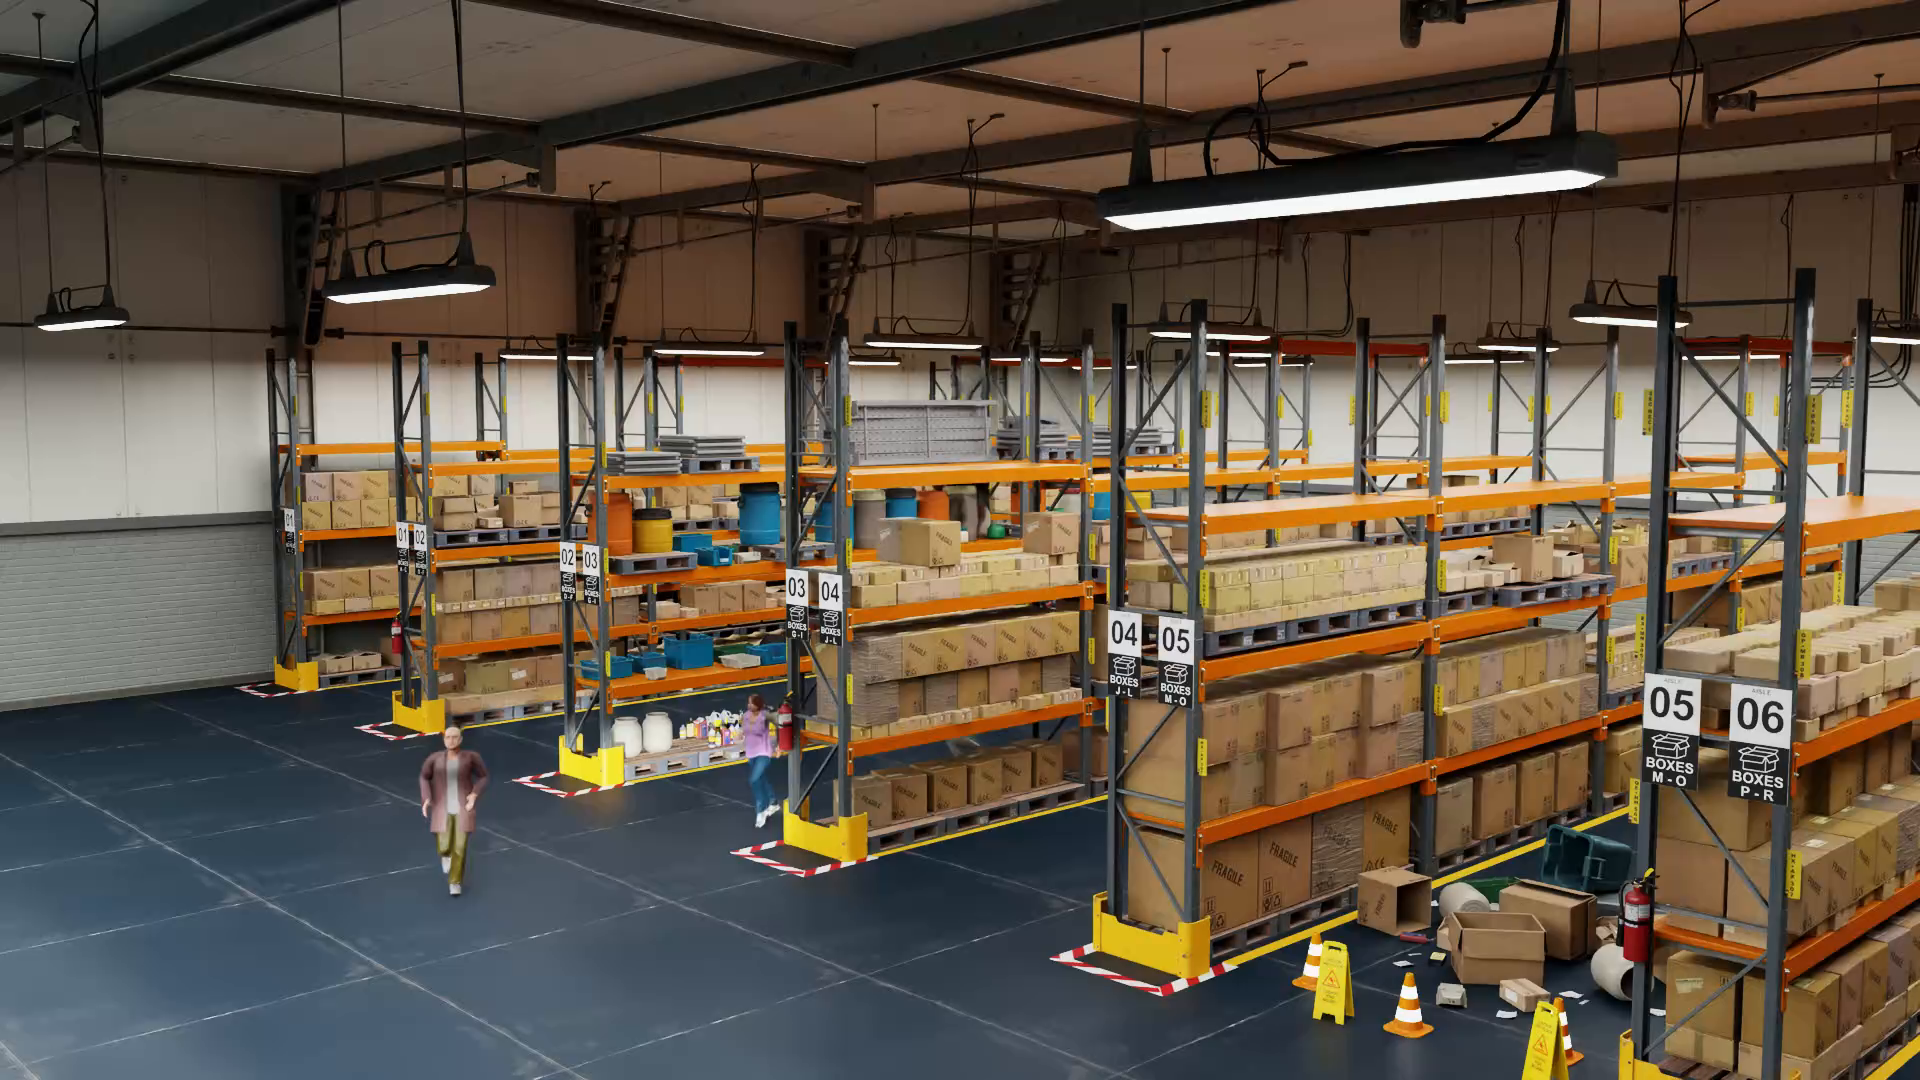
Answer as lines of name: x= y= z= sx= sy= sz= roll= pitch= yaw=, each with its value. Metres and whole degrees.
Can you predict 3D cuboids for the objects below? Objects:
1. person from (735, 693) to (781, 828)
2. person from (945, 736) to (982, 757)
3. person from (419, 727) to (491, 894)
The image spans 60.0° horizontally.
person: x=-2.421 y=2.637 z=20.148 sx=0.564 sy=1.607 sz=0.742 roll=3 pitch=6 yaw=34
person: x=-0.005 y=2.379 z=22.932 sx=0.640 sy=1.626 sz=0.548 roll=5 pitch=7 yaw=44
person: x=-5.283 y=2.808 z=17.396 sx=0.726 sy=1.728 sz=0.629 roll=-1 pitch=5 yaw=-12
